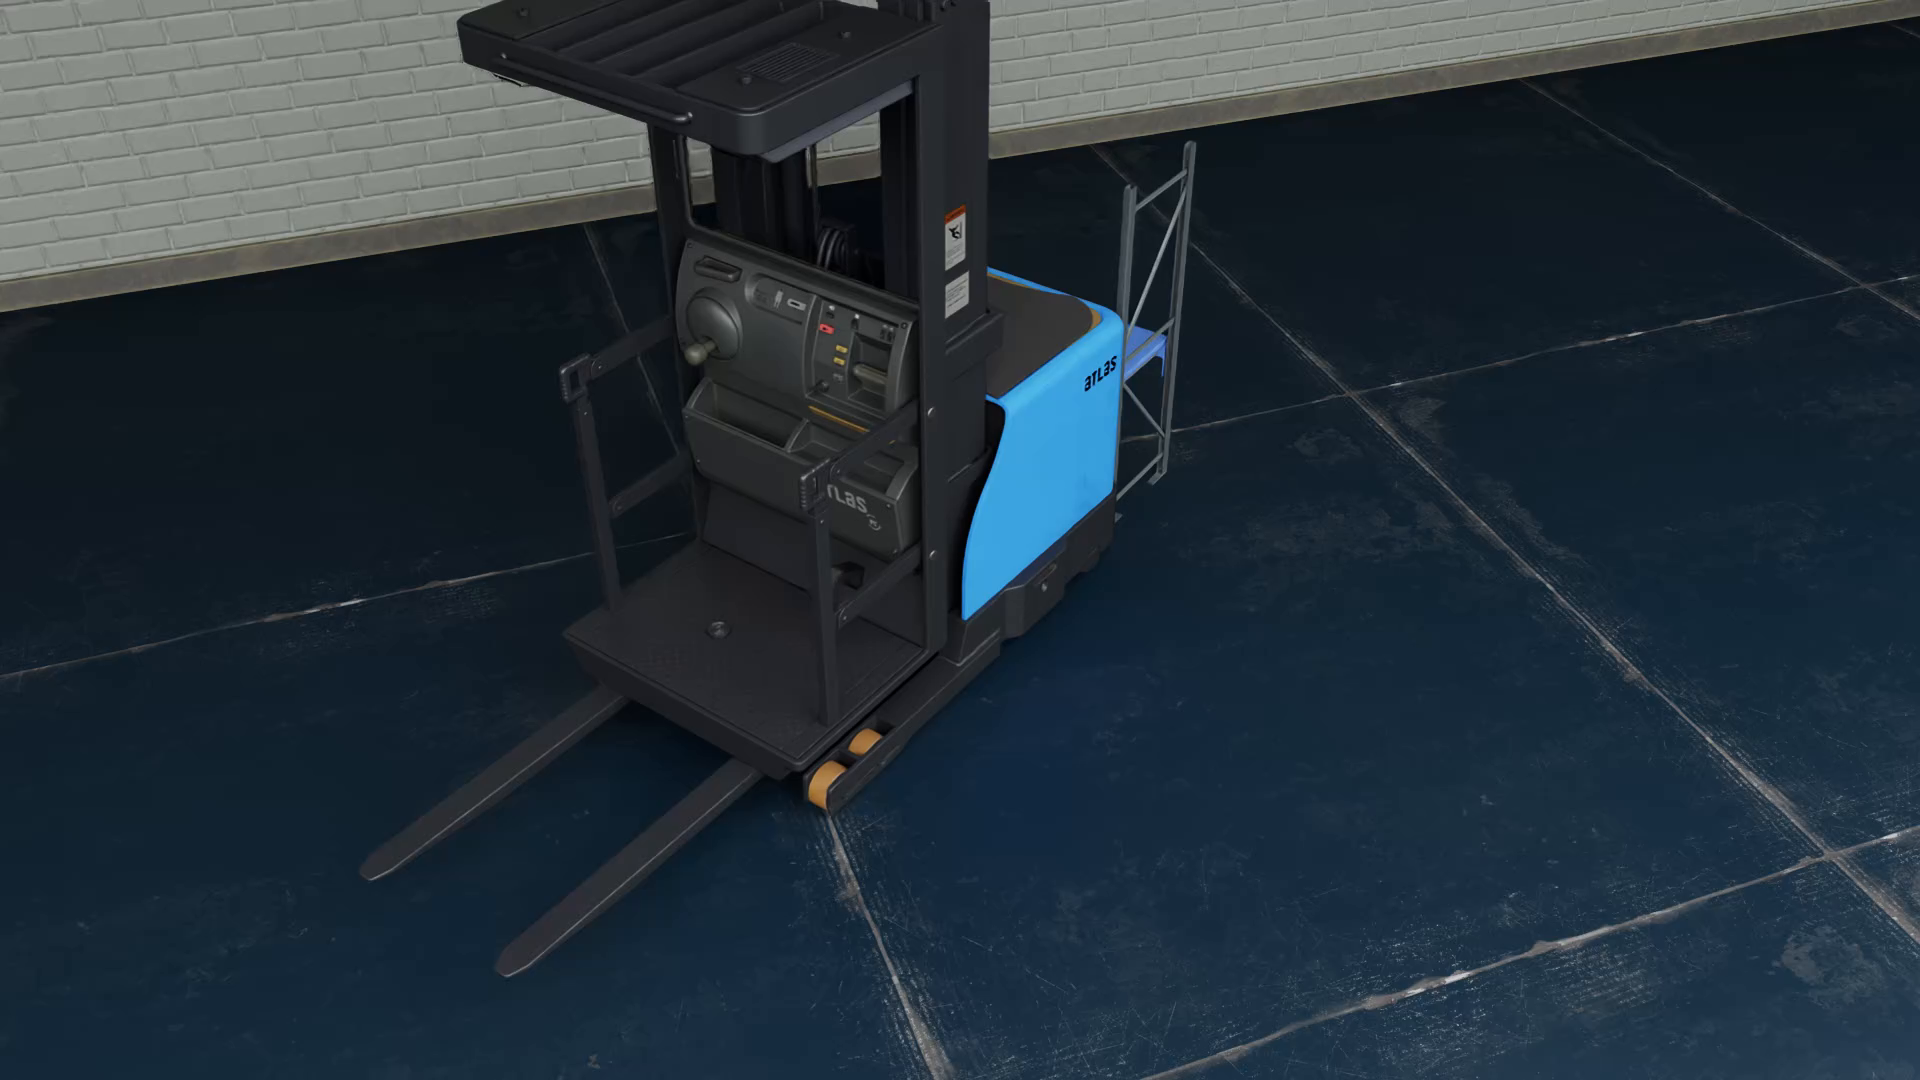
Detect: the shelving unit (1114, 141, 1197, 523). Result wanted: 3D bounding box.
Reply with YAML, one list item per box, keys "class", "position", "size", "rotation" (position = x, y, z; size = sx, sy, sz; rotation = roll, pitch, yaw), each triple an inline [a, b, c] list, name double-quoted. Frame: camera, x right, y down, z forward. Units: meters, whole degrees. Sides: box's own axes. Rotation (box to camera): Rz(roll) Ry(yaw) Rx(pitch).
- class: "shelving unit"
  position: [0.315, -0.944, 6.757]
  size: [1.048, 1.500, 0.538]
  rotation: [22, 42, 27]

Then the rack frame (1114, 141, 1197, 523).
- class: "rack frame"
  position: [0.736, -0.773, 6.529]
  size: [0.032, 1.500, 0.500]
  rotation: [22, 42, 27]

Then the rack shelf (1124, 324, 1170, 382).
- class: "rack shelf"
  position: [0.315, -0.801, 6.865]
  size: [1.000, 0.185, 0.538]
  rotation: [22, 42, 27]

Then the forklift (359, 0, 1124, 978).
- class: "forklift"
  position: [-0.661, -0.600, 5.111]
  size: [1.130, 2.935, 3.031]
  rotation: [24, 43, 28]
